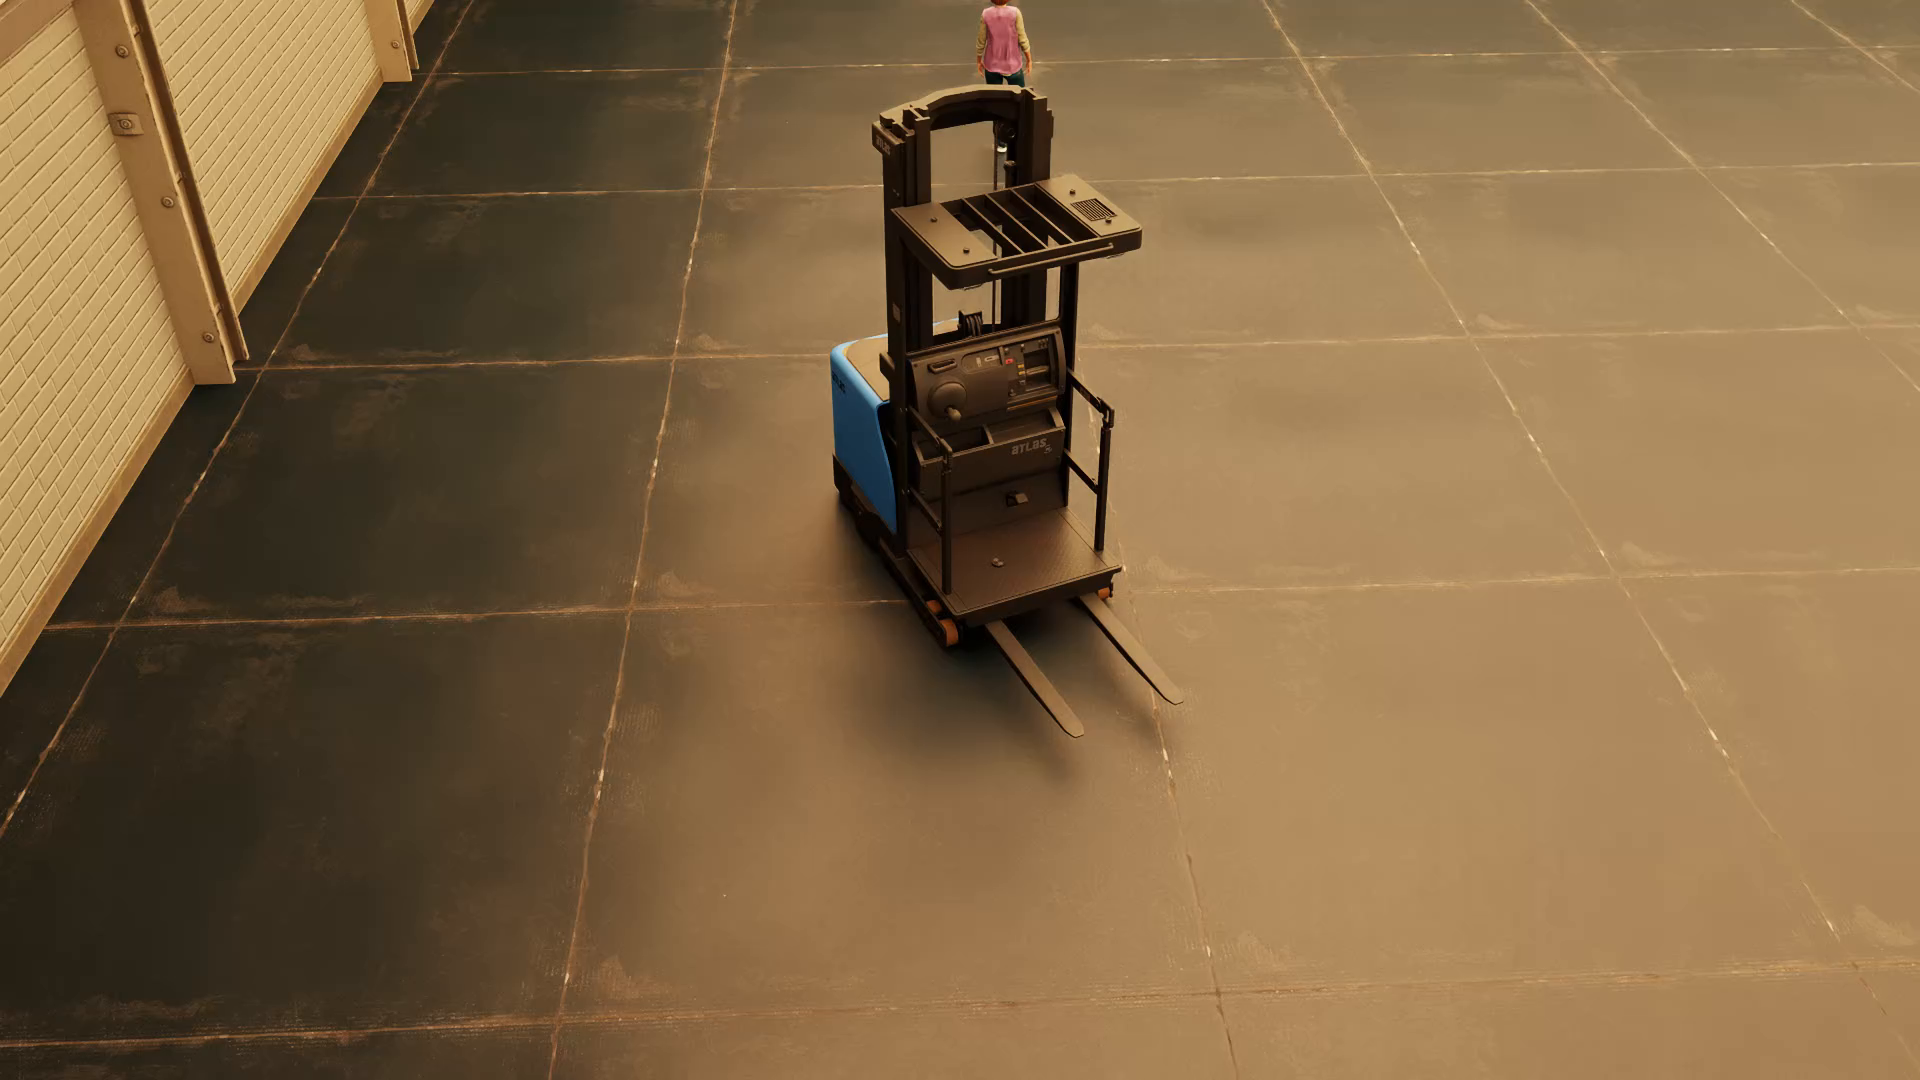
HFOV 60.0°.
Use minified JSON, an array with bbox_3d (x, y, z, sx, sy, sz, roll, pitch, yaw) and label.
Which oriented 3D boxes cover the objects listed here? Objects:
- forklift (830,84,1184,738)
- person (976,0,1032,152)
[{"bbox_3d":[0.258,-0.860,9.192,1.130,2.935,3.031,-15,39,-20],"label":"forklift"},{"bbox_3d":[0.412,-4.298,15.031,0.520,1.599,0.473,5,36,7],"label":"person"}]
